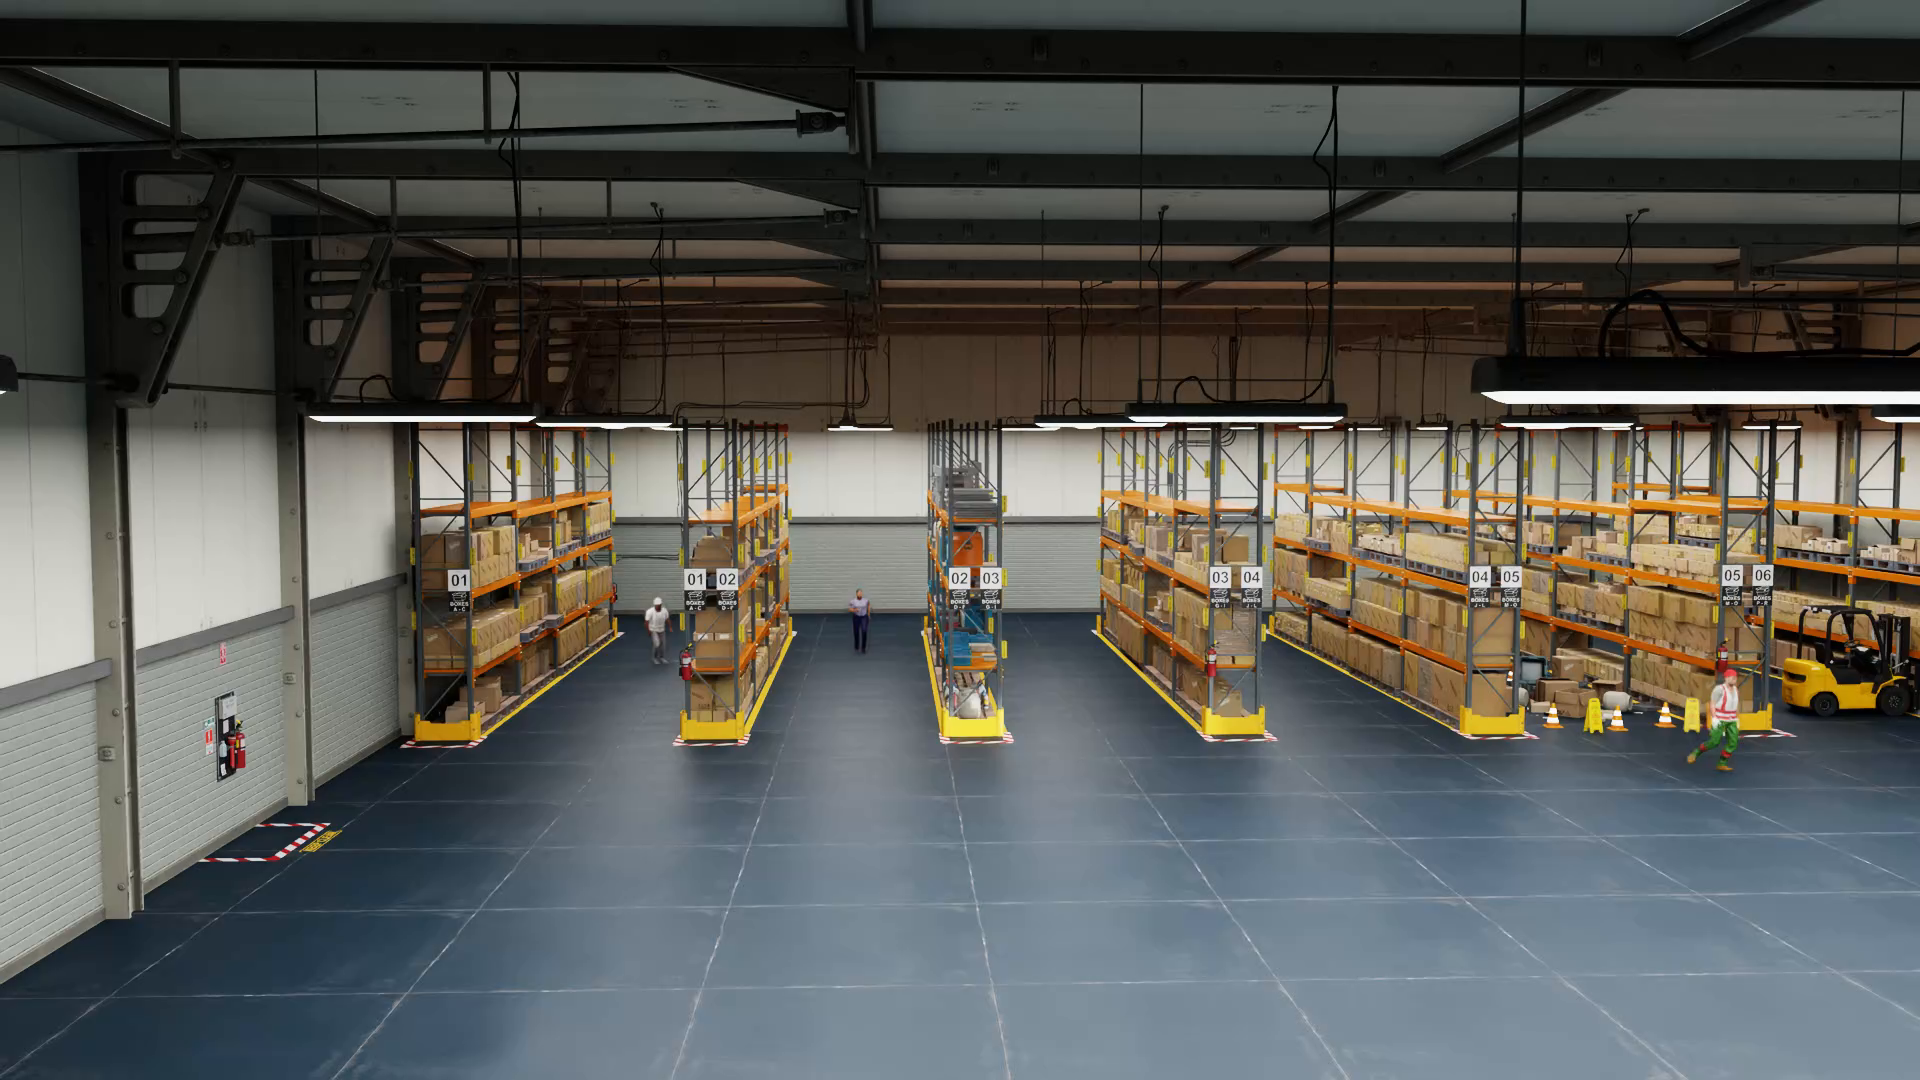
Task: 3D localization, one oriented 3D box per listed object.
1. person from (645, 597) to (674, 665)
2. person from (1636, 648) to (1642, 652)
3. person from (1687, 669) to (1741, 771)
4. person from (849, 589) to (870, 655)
[{"bbox_3d":[-7.468,2.244,41.186,0.694,1.698,0.619,-3,5,-41],"label":"person"},{"bbox_3d":[16.858,2.254,40.778,0.661,1.689,0.926,0,4,-7],"label":"person"},{"bbox_3d":[12.849,3.040,28.239,0.822,1.726,0.604,-1,4,-17],"label":"person"},{"bbox_3d":[-2.622,2.122,43.427,0.562,1.707,0.841,0,4,-5],"label":"person"}]
